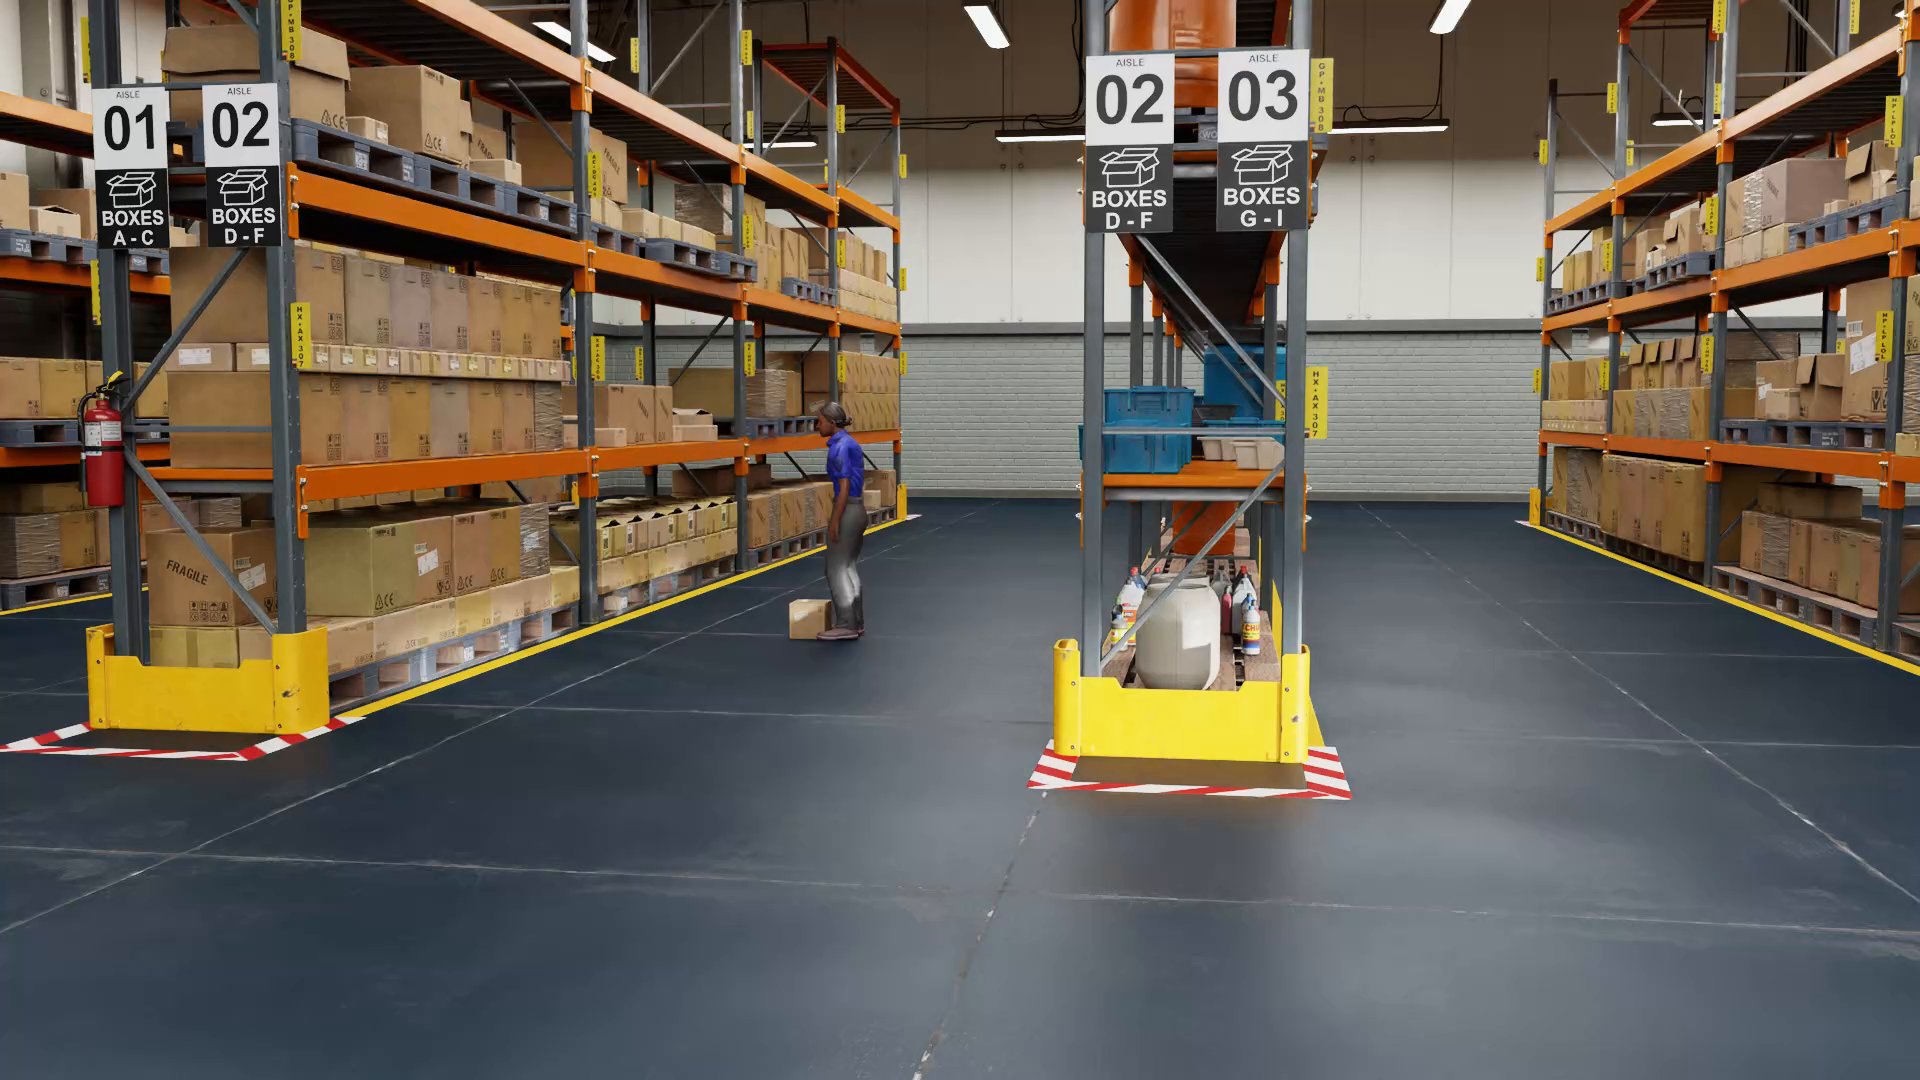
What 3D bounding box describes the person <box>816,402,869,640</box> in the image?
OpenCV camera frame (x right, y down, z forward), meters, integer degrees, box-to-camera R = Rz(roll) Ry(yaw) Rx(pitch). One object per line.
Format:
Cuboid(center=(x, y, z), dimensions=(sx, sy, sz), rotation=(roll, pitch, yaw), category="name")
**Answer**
Cuboid(center=(-0.822, -0.131, 11.654), dimensions=(0.350, 1.640, 0.532), rotation=(0, 5, 5), category="person")
